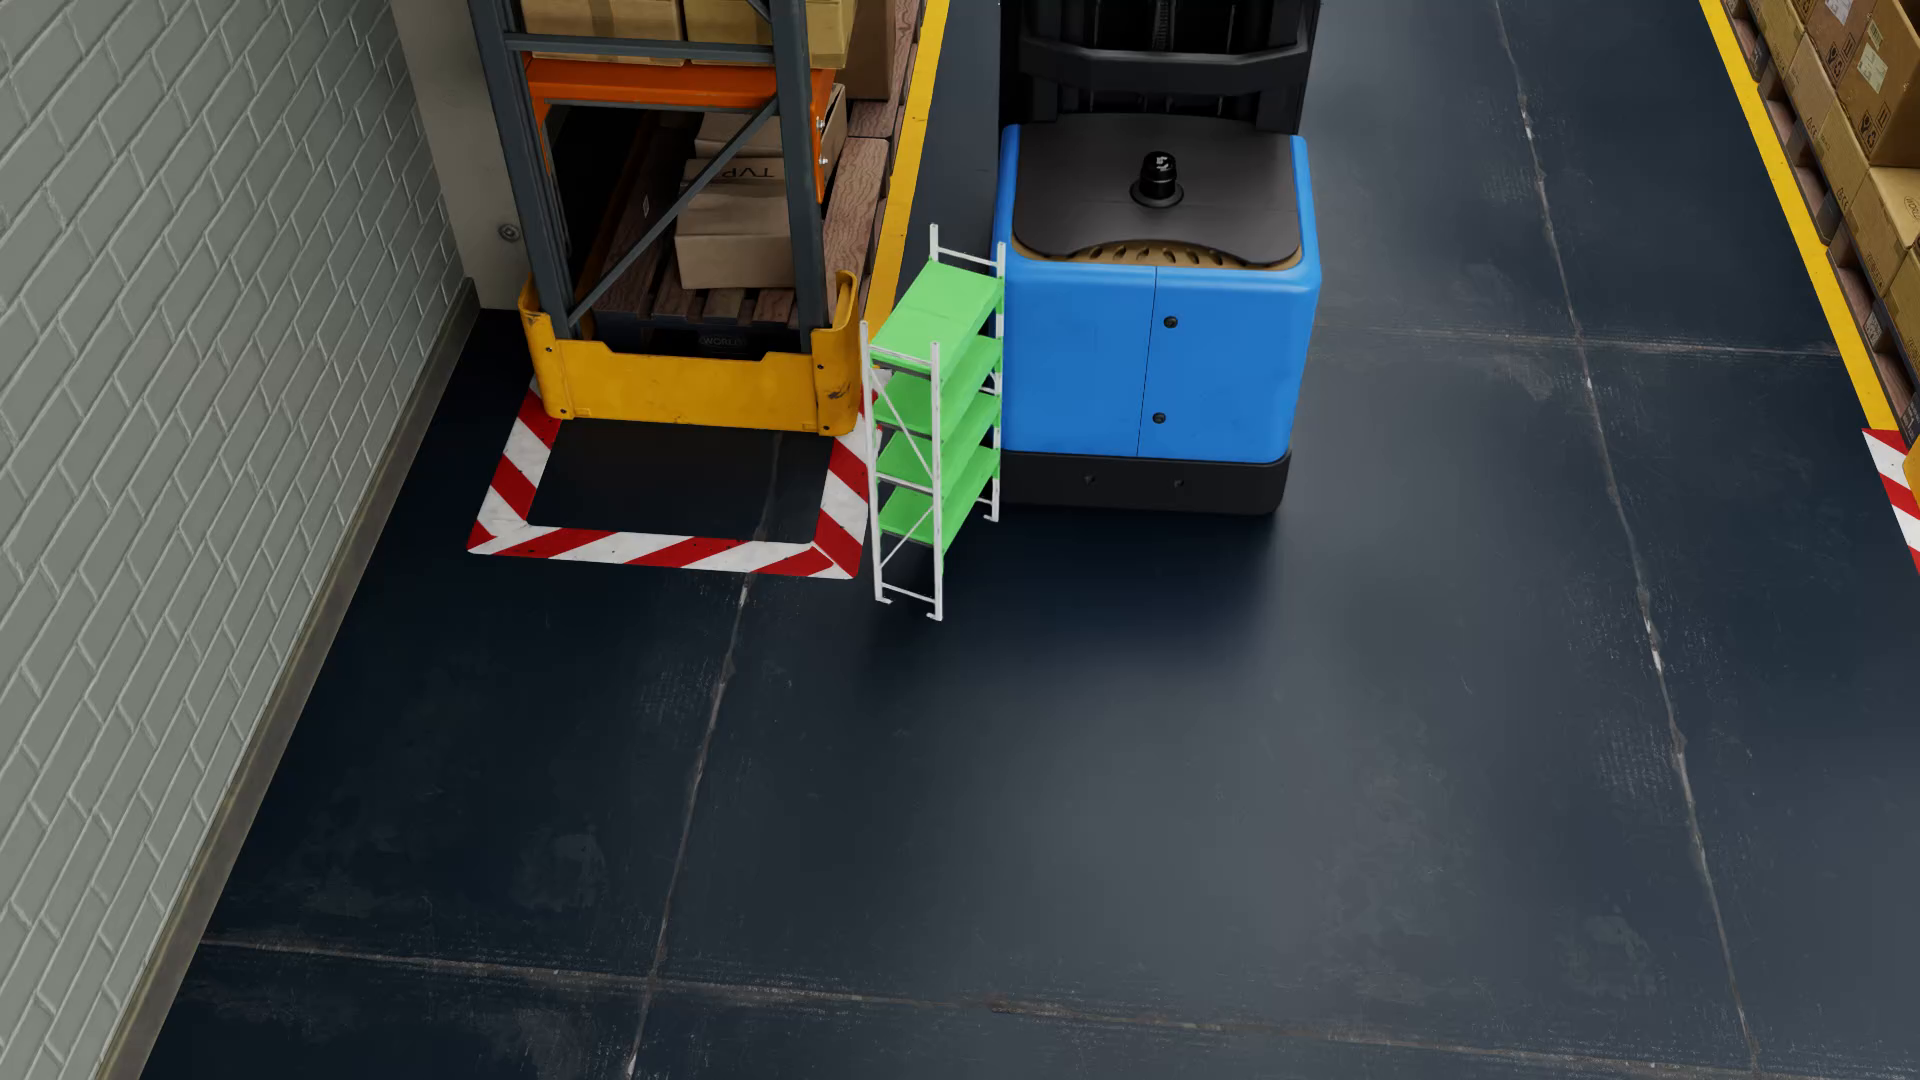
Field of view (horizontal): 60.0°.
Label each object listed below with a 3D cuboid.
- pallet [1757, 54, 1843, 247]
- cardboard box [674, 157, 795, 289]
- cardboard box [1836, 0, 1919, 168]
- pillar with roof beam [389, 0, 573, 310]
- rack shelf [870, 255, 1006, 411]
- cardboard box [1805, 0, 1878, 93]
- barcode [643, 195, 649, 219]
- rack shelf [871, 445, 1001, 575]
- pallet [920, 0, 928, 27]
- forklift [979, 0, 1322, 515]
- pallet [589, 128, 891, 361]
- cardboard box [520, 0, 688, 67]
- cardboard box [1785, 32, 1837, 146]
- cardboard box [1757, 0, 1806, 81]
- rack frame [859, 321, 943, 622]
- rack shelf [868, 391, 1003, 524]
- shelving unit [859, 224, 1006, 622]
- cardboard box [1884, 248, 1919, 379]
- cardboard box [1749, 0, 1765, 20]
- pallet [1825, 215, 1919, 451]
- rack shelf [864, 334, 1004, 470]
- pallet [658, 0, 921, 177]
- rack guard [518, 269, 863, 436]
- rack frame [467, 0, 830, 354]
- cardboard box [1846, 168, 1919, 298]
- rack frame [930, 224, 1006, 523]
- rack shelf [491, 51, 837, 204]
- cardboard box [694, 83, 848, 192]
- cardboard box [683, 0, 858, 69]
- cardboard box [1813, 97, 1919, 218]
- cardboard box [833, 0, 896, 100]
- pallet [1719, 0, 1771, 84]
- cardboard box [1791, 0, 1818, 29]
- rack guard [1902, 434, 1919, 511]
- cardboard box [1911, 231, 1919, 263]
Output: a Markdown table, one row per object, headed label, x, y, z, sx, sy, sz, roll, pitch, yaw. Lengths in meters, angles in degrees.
| label | x | y | z | sx | sy | sz | roll | pitch | yaw |
| --- | --- | --- | --- | --- | --- | --- | --- | --- | --- |
| pallet | 4.109 | -1.686 | 7.149 | 1.003 | 0.211 | 1.213 | 4 | 48 | 4 |
| cardboard box | -0.814 | -1.242 | 6.377 | 0.500 | 0.311 | 0.500 | -1 | 48 | -1 |
| cardboard box | 3.796 | -1.785 | 6.420 | 0.500 | 0.500 | 0.500 | 4 | 48 | 4 |
| pillar with roof beam | 2.523 | -3.806 | 3.133 | 9.100 | 9.000 | 0.400 | 4 | 48 | 4 |
| rack shelf | -0.074 | -0.621 | 4.941 | 0.258 | 0.148 | 0.480 | 18 | 50 | 15 |
| cardboard box | 3.843 | -2.152 | 6.756 | 0.500 | 0.500 | 0.500 | 4 | 48 | 4 |
| barcode | -1.210 | -1.285 | 6.411 | 0.001 | 0.075 | 0.075 | 4 | 48 | 4 |
| rack shelf | -0.074 | -0.135 | 5.472 | 0.258 | 0.148 | 0.480 | 18 | 50 | 15 |
| pallet | -0.628 | -3.001 | 8.352 | 1.003 | 0.211 | 1.213 | 4 | 48 | 4 |
| forklift | 0.701 | -2.163 | 5.742 | 1.130 | 2.935 | 3.031 | 3 | 48 | 3 |
| pallet | -0.850 | -1.208 | 6.712 | 1.003 | 0.211 | 1.213 | 4 | 48 | 4 |
| cardboard box | -1.117 | -1.811 | 5.462 | 0.500 | 0.250 | 0.500 | 4 | 48 | 4 |
| cardboard box | 3.847 | -1.899 | 7.033 | 0.500 | 0.250 | 0.500 | 4 | 48 | 4 |
| cardboard box | 3.886 | -2.267 | 7.369 | 0.500 | 0.250 | 0.500 | 4 | 48 | 4 |
| rack frame | -0.170 | -0.174 | 5.096 | 0.240 | 1.200 | 0.015 | 18 | 50 | 15 |
| rack shelf | -0.074 | -0.297 | 5.295 | 0.258 | 0.148 | 0.480 | 18 | 50 | 15 |
| shelving unit | -0.074 | -0.340 | 5.248 | 0.258 | 1.200 | 0.503 | 18 | 50 | 15 |
| cardboard box | 3.722 | -0.796 | 6.024 | 0.500 | 0.250 | 0.500 | 4 | 48 | 4 |
| cardboard box | 3.937 | -2.634 | 7.705 | 0.500 | 0.250 | 0.500 | 4 | 48 | 4 |
| pallet | 3.995 | -0.792 | 6.331 | 1.003 | 0.211 | 1.213 | 4 | 48 | 4 |
| rack shelf | -0.074 | -0.459 | 5.118 | 0.258 | 0.148 | 0.480 | 18 | 50 | 15 |
| pallet | -0.736 | -2.102 | 7.529 | 1.003 | 0.211 | 1.213 | 4 | 48 | 4 |
| rack guard | -0.959 | -0.711 | 6.061 | 1.175 | 0.500 | 0.348 | 4 | 48 | 4 |
| rack frame | -0.966 | -1.499 | 5.088 | 1.000 | 3.000 | 0.127 | 4 | 48 | 4 |
| cardboard box | 3.755 | -1.164 | 6.361 | 0.500 | 0.250 | 0.500 | 4 | 48 | 4 |
| rack frame | 0.022 | -0.505 | 5.399 | 0.240 | 1.200 | 0.015 | 18 | 50 | 15 |
| rack shelf | -0.784 | -2.725 | 6.698 | 1.077 | 0.370 | 4.000 | 4 | 48 | 4 |
| cardboard box | -0.762 | -1.661 | 6.760 | 0.500 | 0.311 | 0.500 | 7 | 48 | 7 |
| cardboard box | -0.606 | -1.792 | 5.444 | 0.500 | 0.250 | 0.500 | 3 | 48 | 2 |
| cardboard box | 3.799 | -1.532 | 6.697 | 0.500 | 0.250 | 0.500 | 4 | 48 | 4 |
| cardboard box | -0.645 | -2.260 | 7.181 | 0.700 | 0.500 | 0.500 | 1 | 48 | 1 |
| pallet | 4.218 | -2.585 | 7.971 | 1.003 | 0.211 | 1.213 | 4 | 48 | 4 |
| cardboard box | 3.887 | -2.520 | 7.093 | 0.500 | 0.500 | 0.500 | 4 | 48 | 4 |
| rack guard | 3.965 | -0.307 | 5.692 | 1.175 | 0.500 | 0.348 | 4 | 48 | 4 |
| cardboard box | 3.720 | -1.049 | 5.747 | 0.500 | 0.500 | 0.500 | 4 | 48 | 4 |
